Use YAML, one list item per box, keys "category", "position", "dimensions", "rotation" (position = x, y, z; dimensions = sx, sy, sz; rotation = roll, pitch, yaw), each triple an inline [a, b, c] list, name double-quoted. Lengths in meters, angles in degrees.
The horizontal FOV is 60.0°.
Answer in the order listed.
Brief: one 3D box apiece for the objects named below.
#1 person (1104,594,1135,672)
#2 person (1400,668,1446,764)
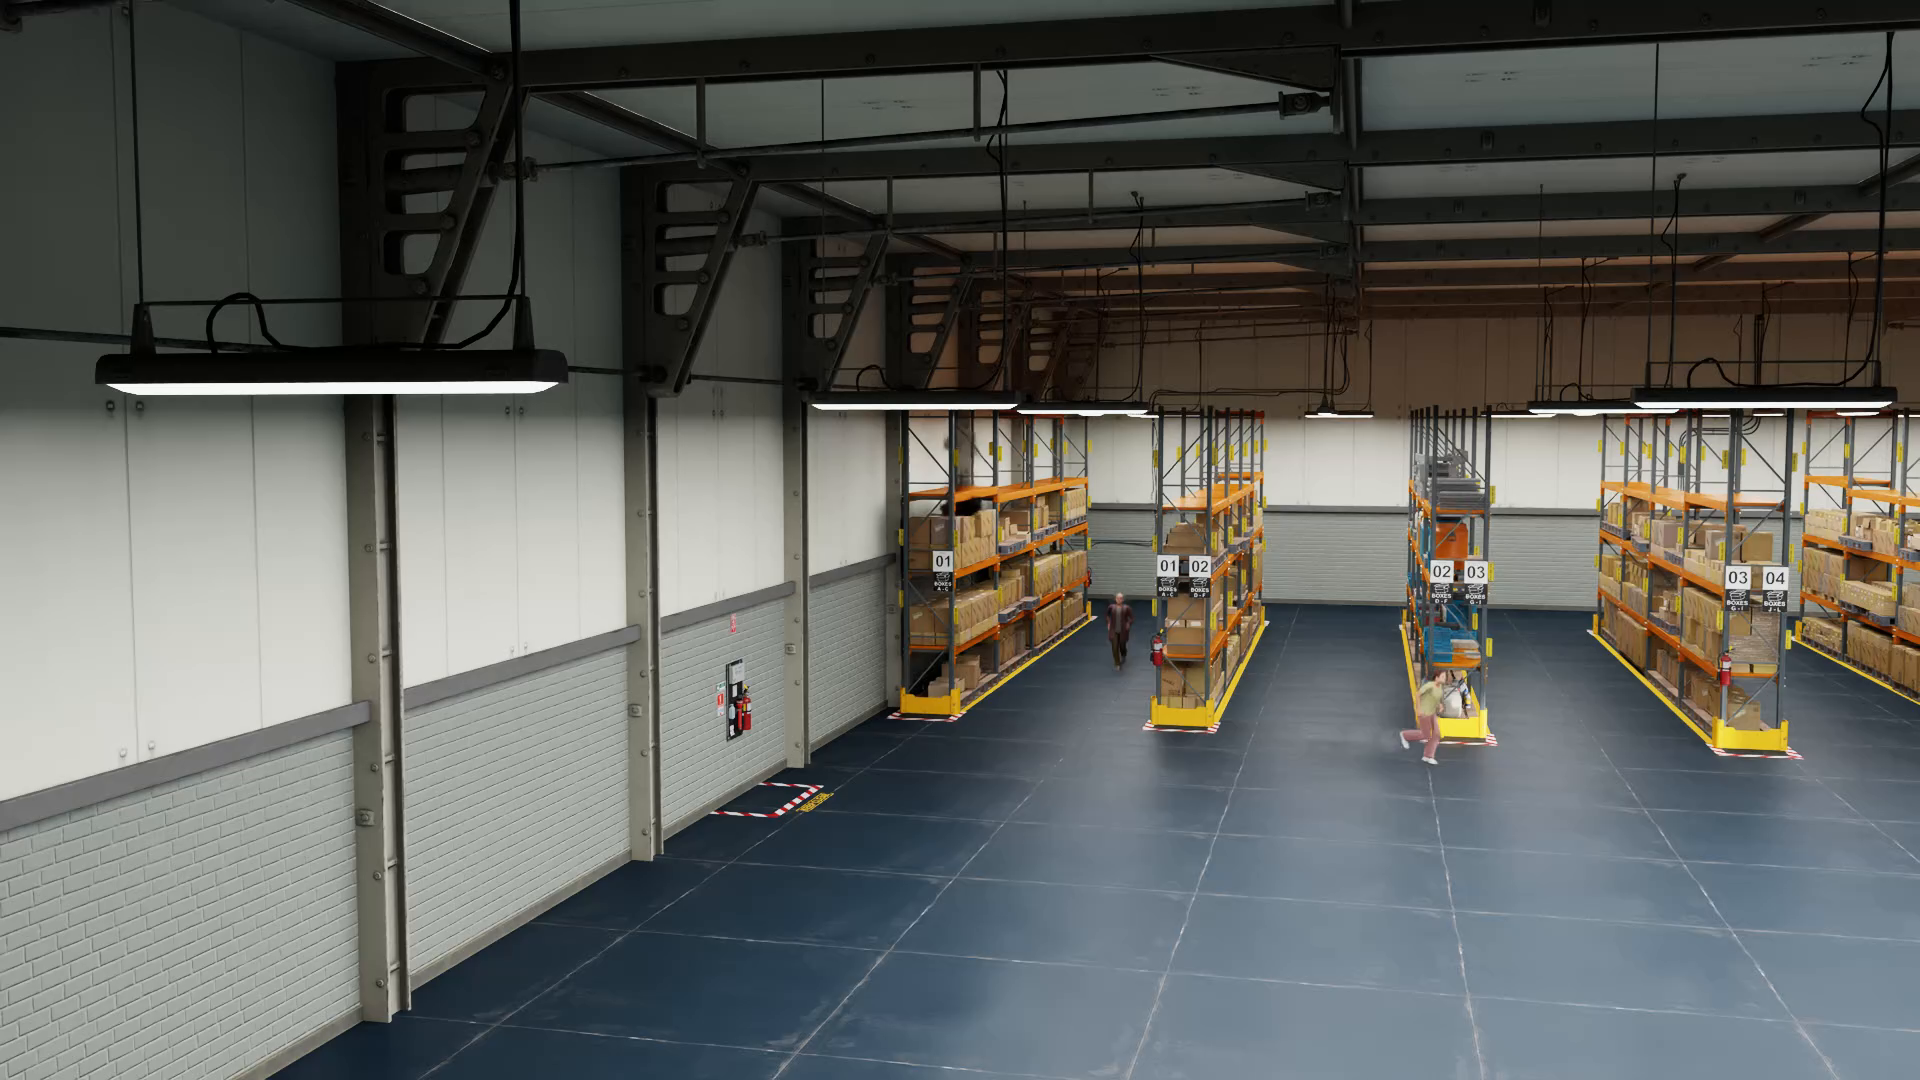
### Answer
- category: "person"
  position: [3.663, 2.111, 38.331]
  dimensions: [0.711, 1.765, 0.880]
  rotation: [1, 4, 12]
- category: "person"
  position: [7.808, 2.938, 28.013]
  dimensions: [0.811, 1.613, 0.578]
  rotation: [4, 6, 42]
